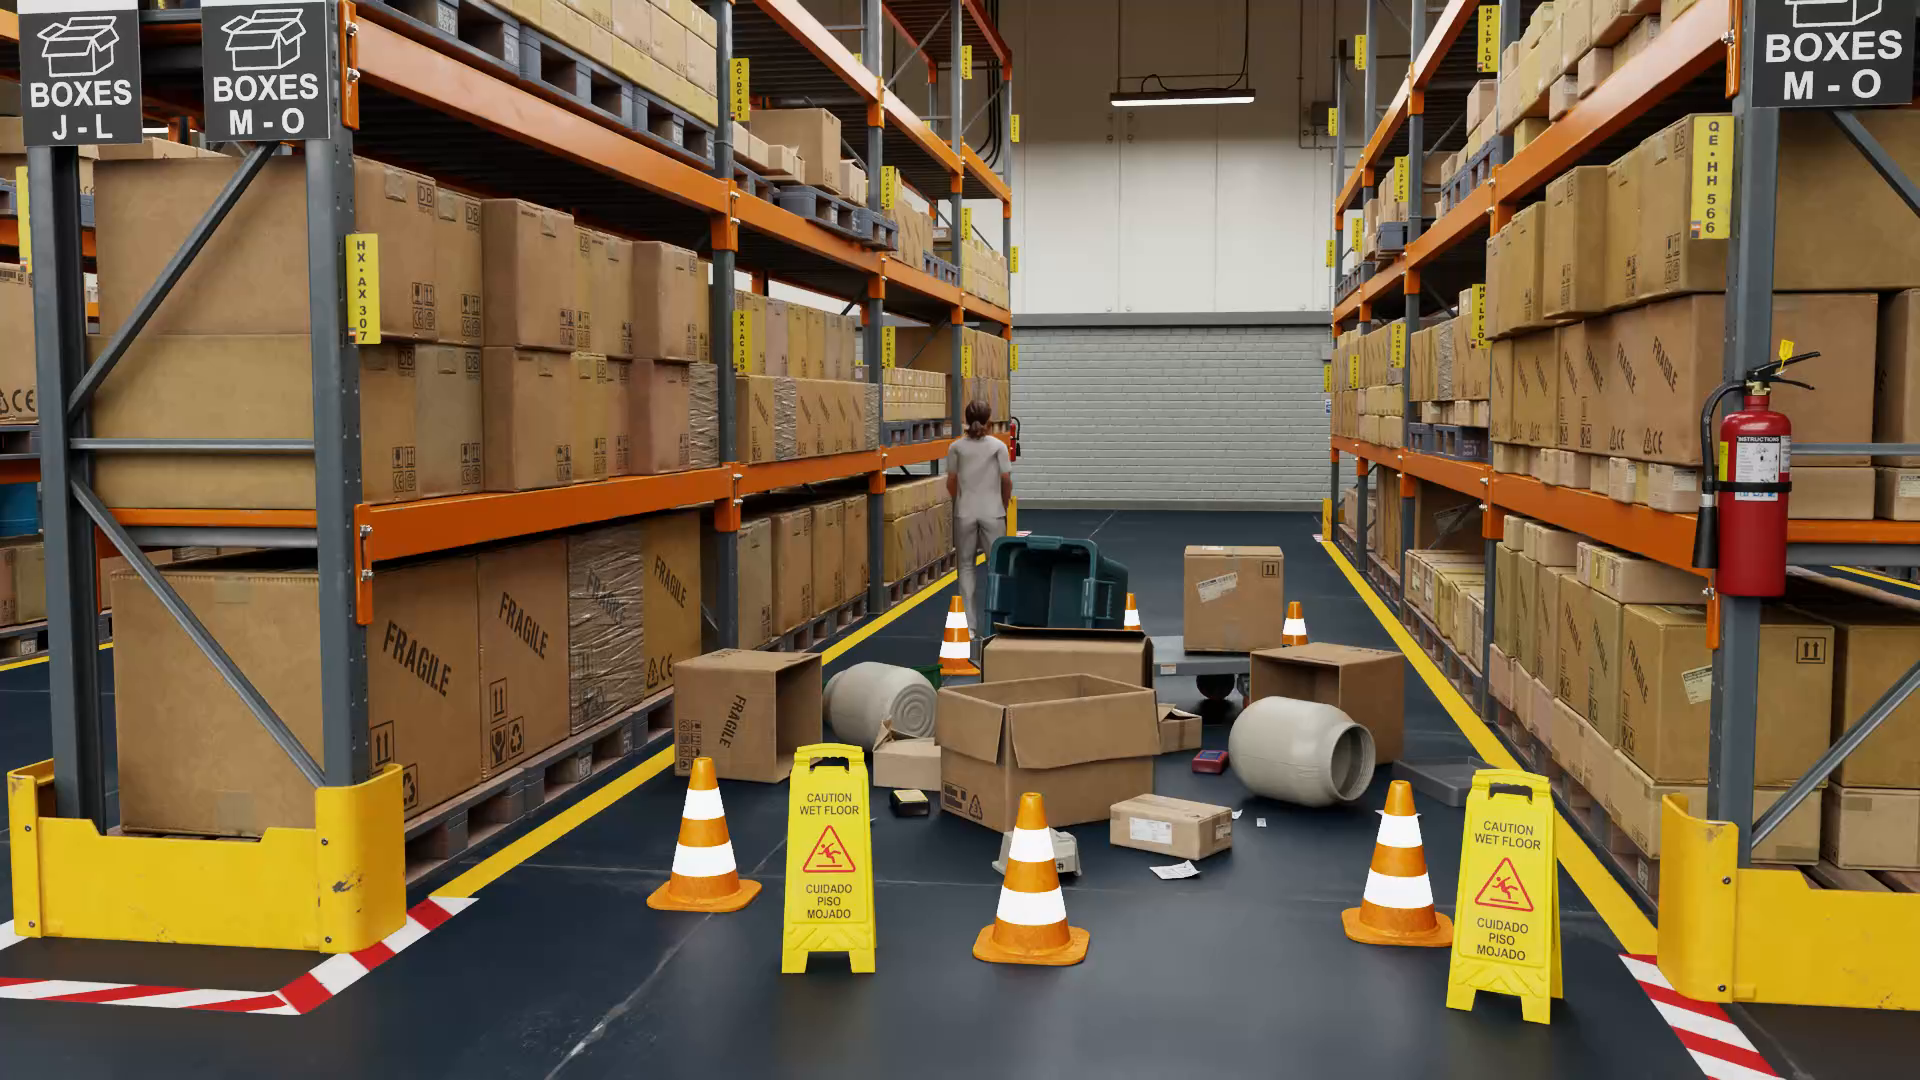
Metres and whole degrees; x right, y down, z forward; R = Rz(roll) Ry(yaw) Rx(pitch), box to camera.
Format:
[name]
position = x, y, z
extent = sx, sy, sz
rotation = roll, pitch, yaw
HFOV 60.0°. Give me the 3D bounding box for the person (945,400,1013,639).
[person]
position = 0.137, -0.141, 11.622
extent = 0.465, 1.675, 0.461
rotation = 1, 5, 7
